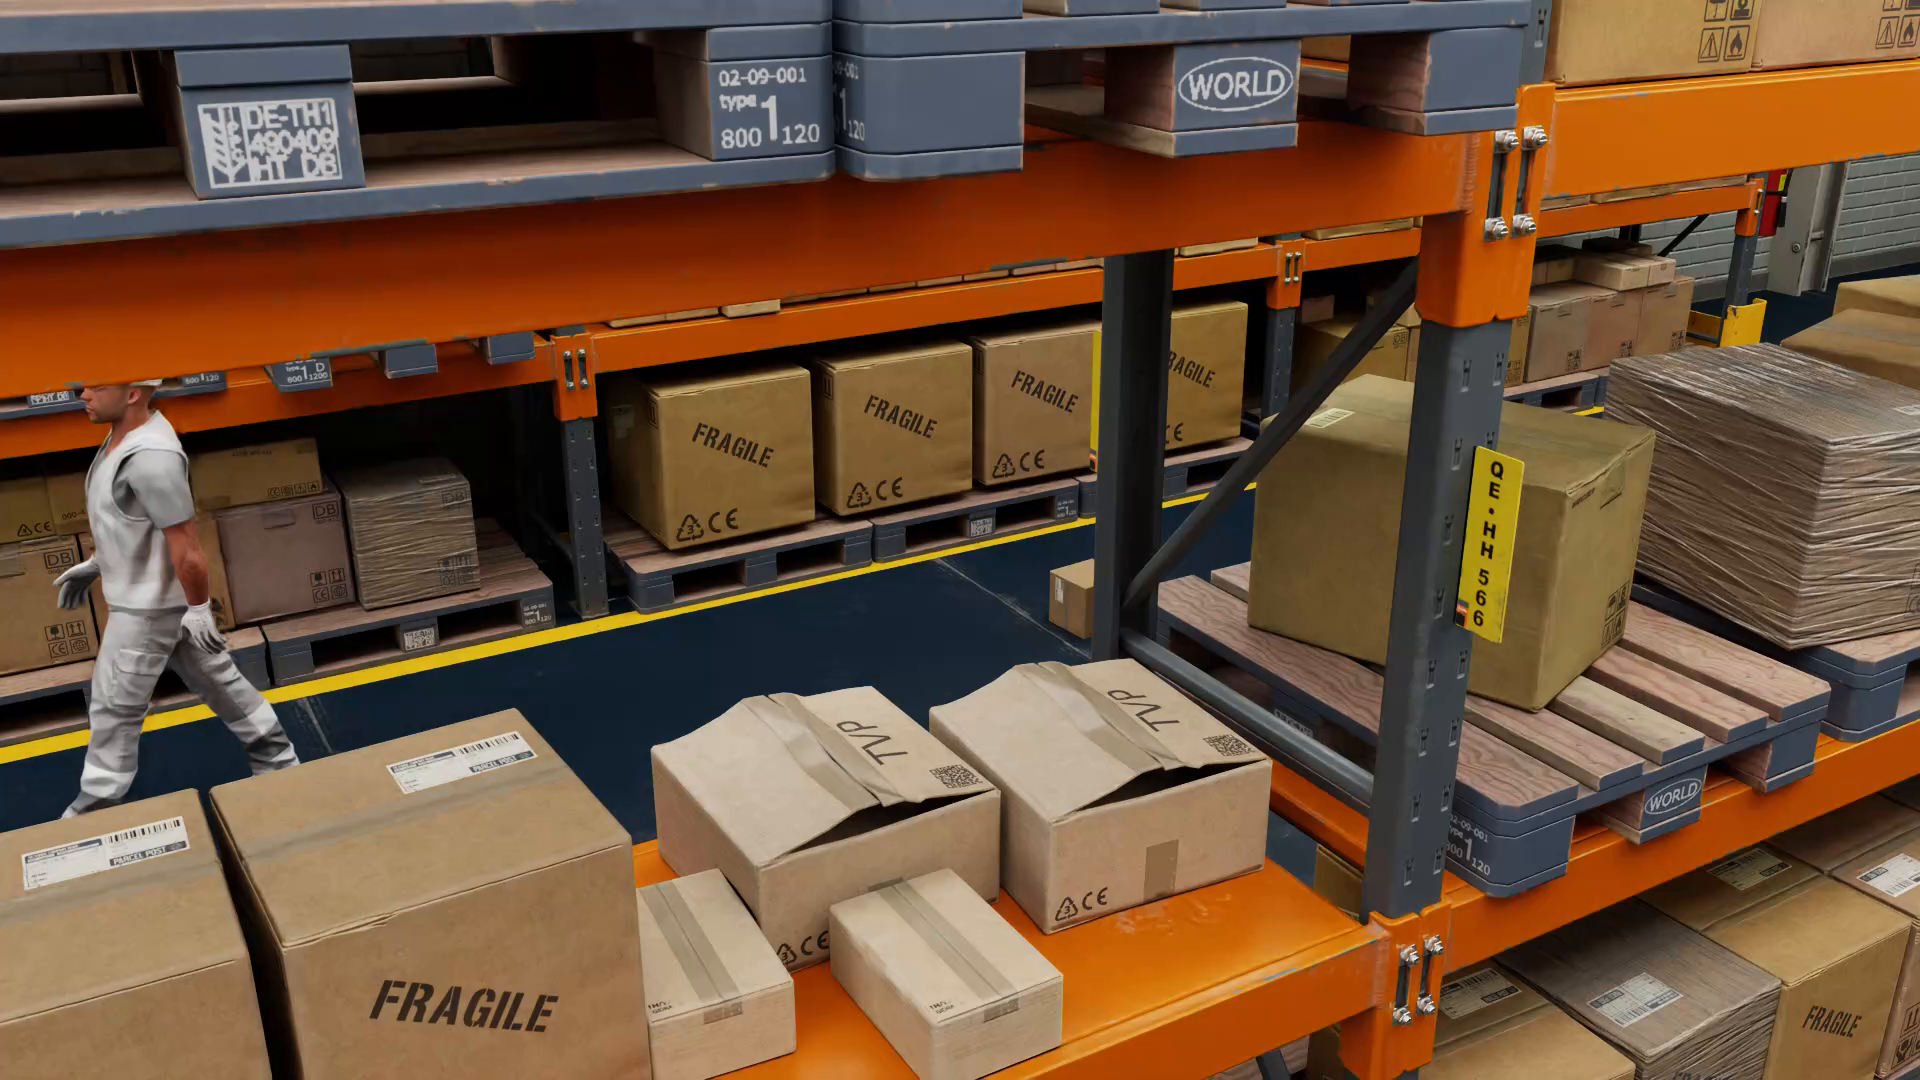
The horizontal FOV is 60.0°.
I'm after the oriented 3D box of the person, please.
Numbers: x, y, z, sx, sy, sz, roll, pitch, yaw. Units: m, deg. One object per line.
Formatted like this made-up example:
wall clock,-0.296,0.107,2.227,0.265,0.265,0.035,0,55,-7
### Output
person,-2.808,0.186,5.533,0.962,1.738,0.539,-10,24,-23
